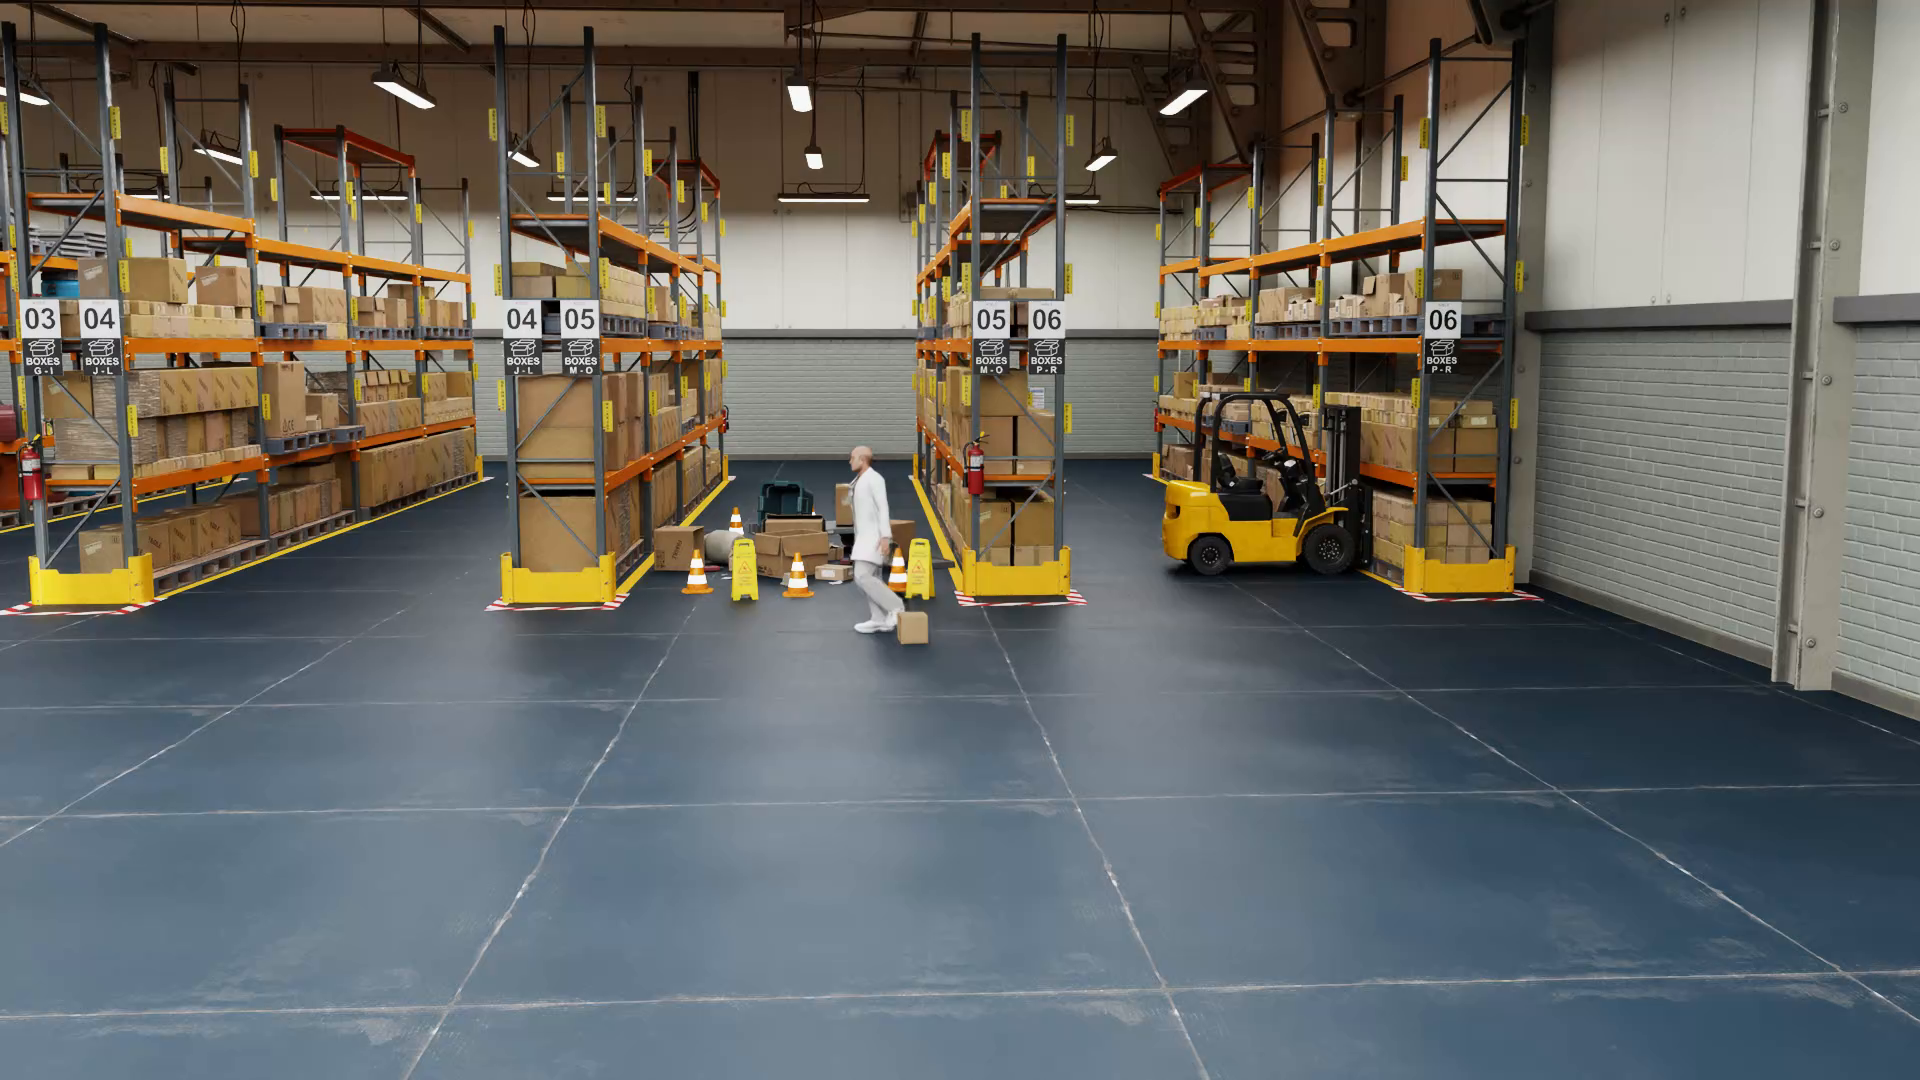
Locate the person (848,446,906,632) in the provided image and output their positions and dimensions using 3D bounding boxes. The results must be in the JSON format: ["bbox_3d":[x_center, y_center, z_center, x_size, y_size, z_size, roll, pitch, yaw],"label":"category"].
[{"bbox_3d":[-0.808,0.095,15.800,0.554,1.562,0.625,-2,7,-18],"label":"person"}]
